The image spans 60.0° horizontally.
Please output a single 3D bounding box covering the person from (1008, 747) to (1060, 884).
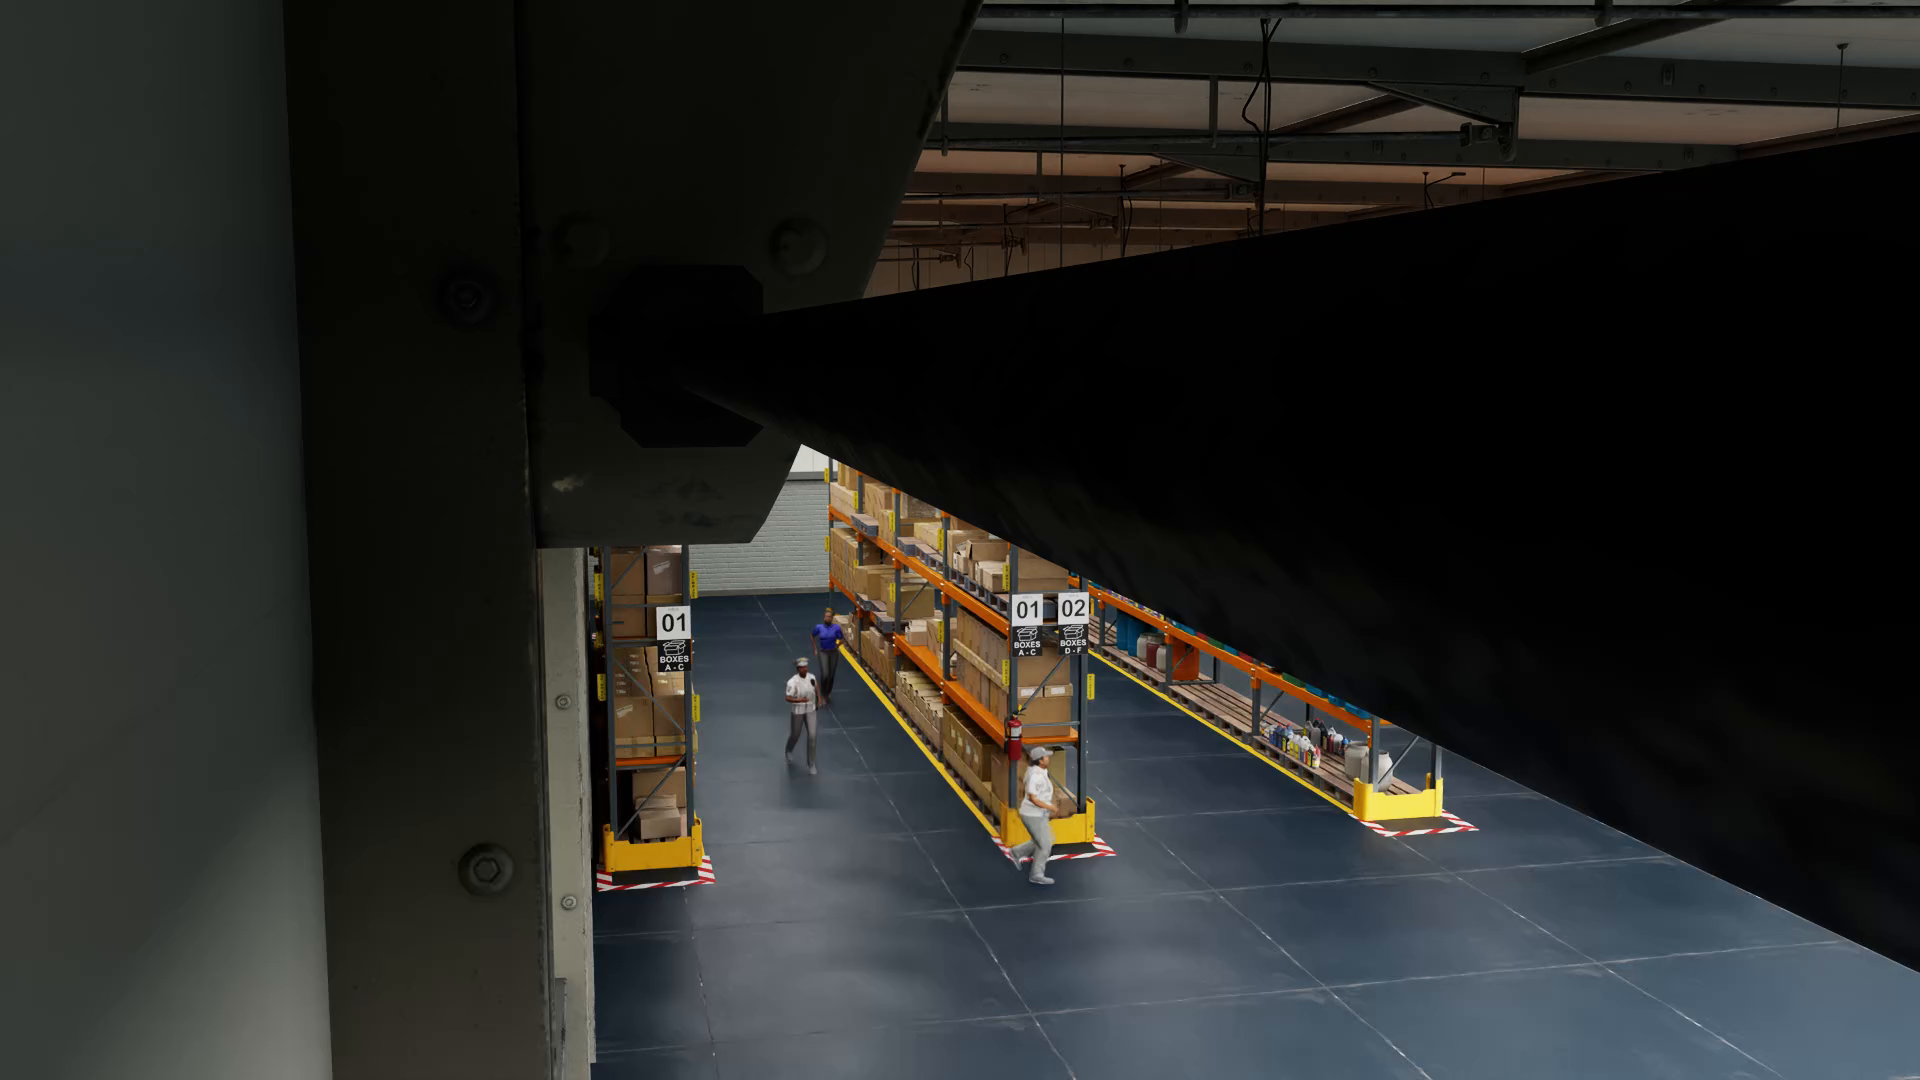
[{"bbox_3d":[0.863,3.231,19.467,0.612,1.644,0.596,1,7,5],"label":"person"}]

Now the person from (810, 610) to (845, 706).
[{"bbox_3d":[-2.306,2.073,29.164,0.571,1.700,0.728,-2,7,-15],"label":"person"}]

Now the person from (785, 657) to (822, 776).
[{"bbox_3d":[-2.335,2.570,24.673,0.568,1.743,0.896,-2,7,-19],"label":"person"}]
